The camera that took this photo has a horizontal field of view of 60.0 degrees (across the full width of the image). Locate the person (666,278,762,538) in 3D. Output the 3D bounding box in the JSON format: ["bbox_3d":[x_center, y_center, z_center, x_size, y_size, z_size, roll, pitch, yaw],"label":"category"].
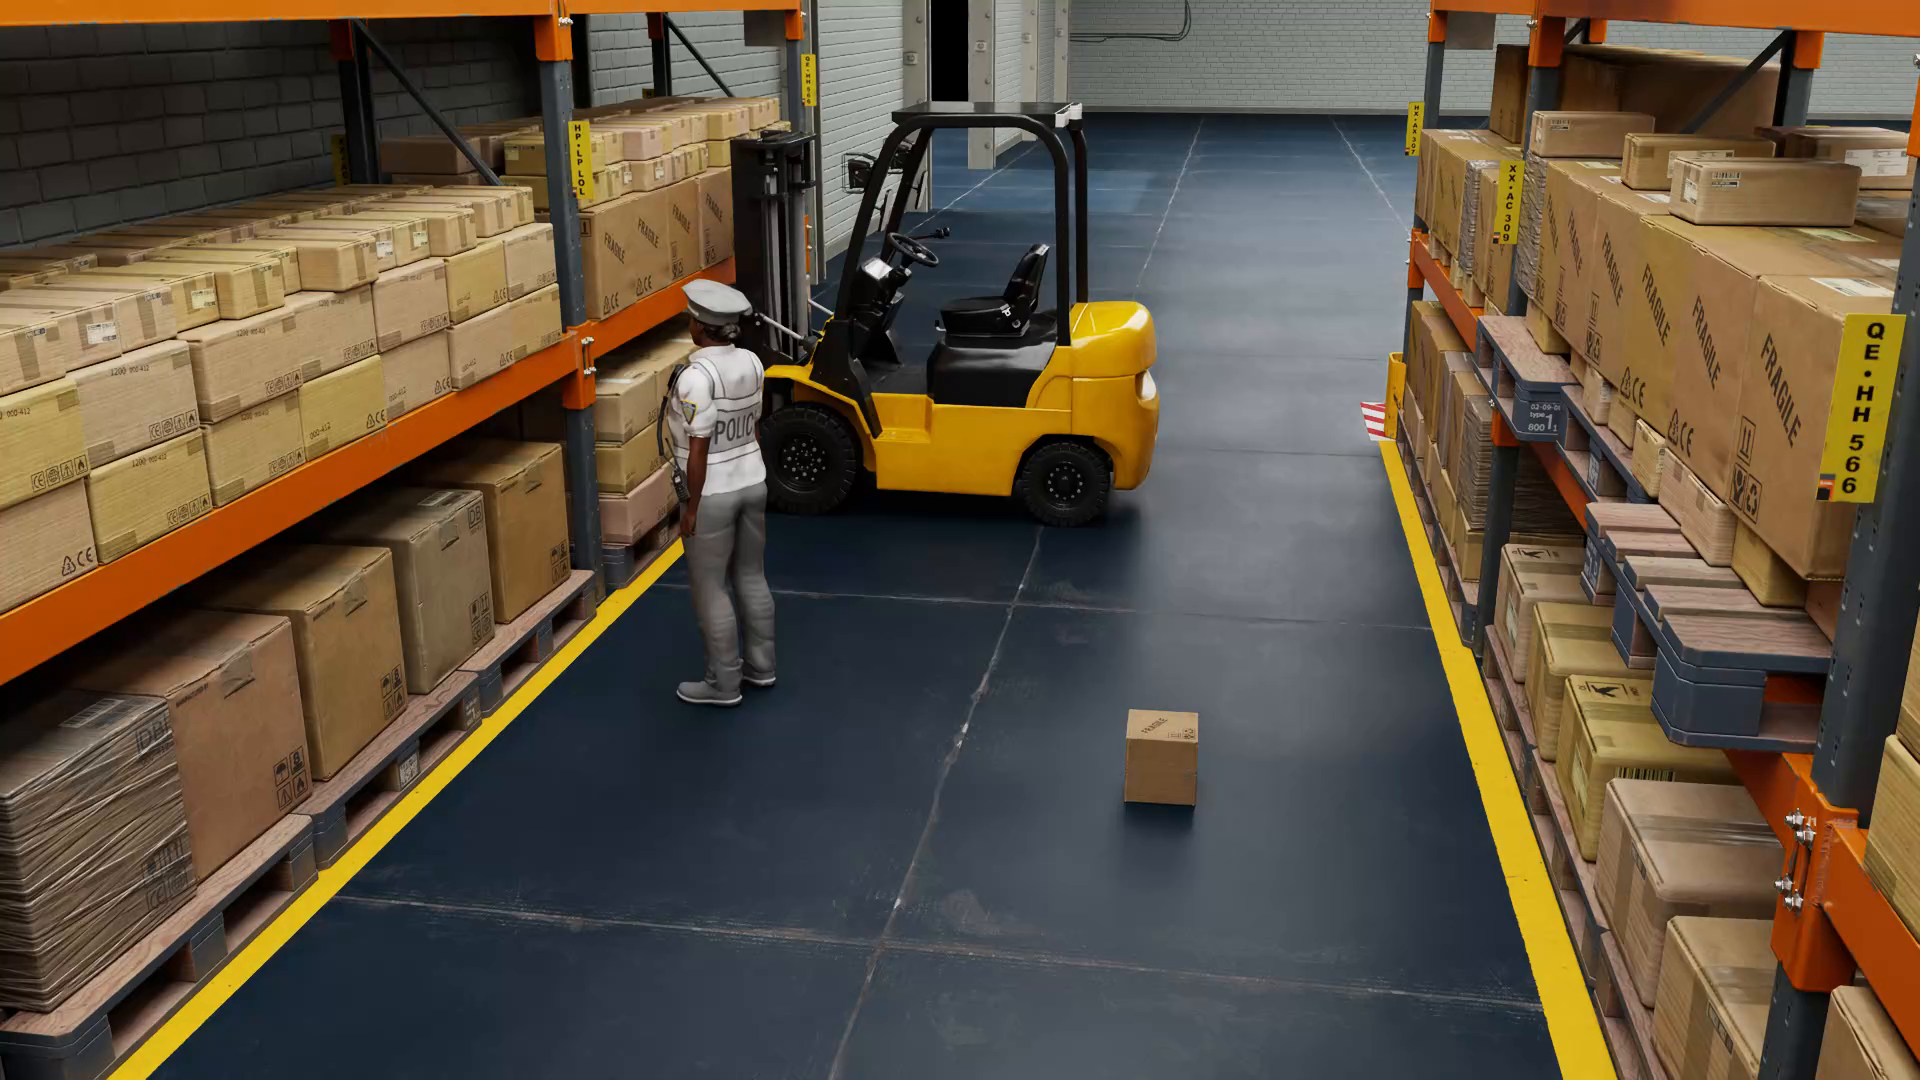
[{"bbox_3d":[-0.946,-0.516,6.448,0.307,0.982,0.435,11,21,31],"label":"person"}]
